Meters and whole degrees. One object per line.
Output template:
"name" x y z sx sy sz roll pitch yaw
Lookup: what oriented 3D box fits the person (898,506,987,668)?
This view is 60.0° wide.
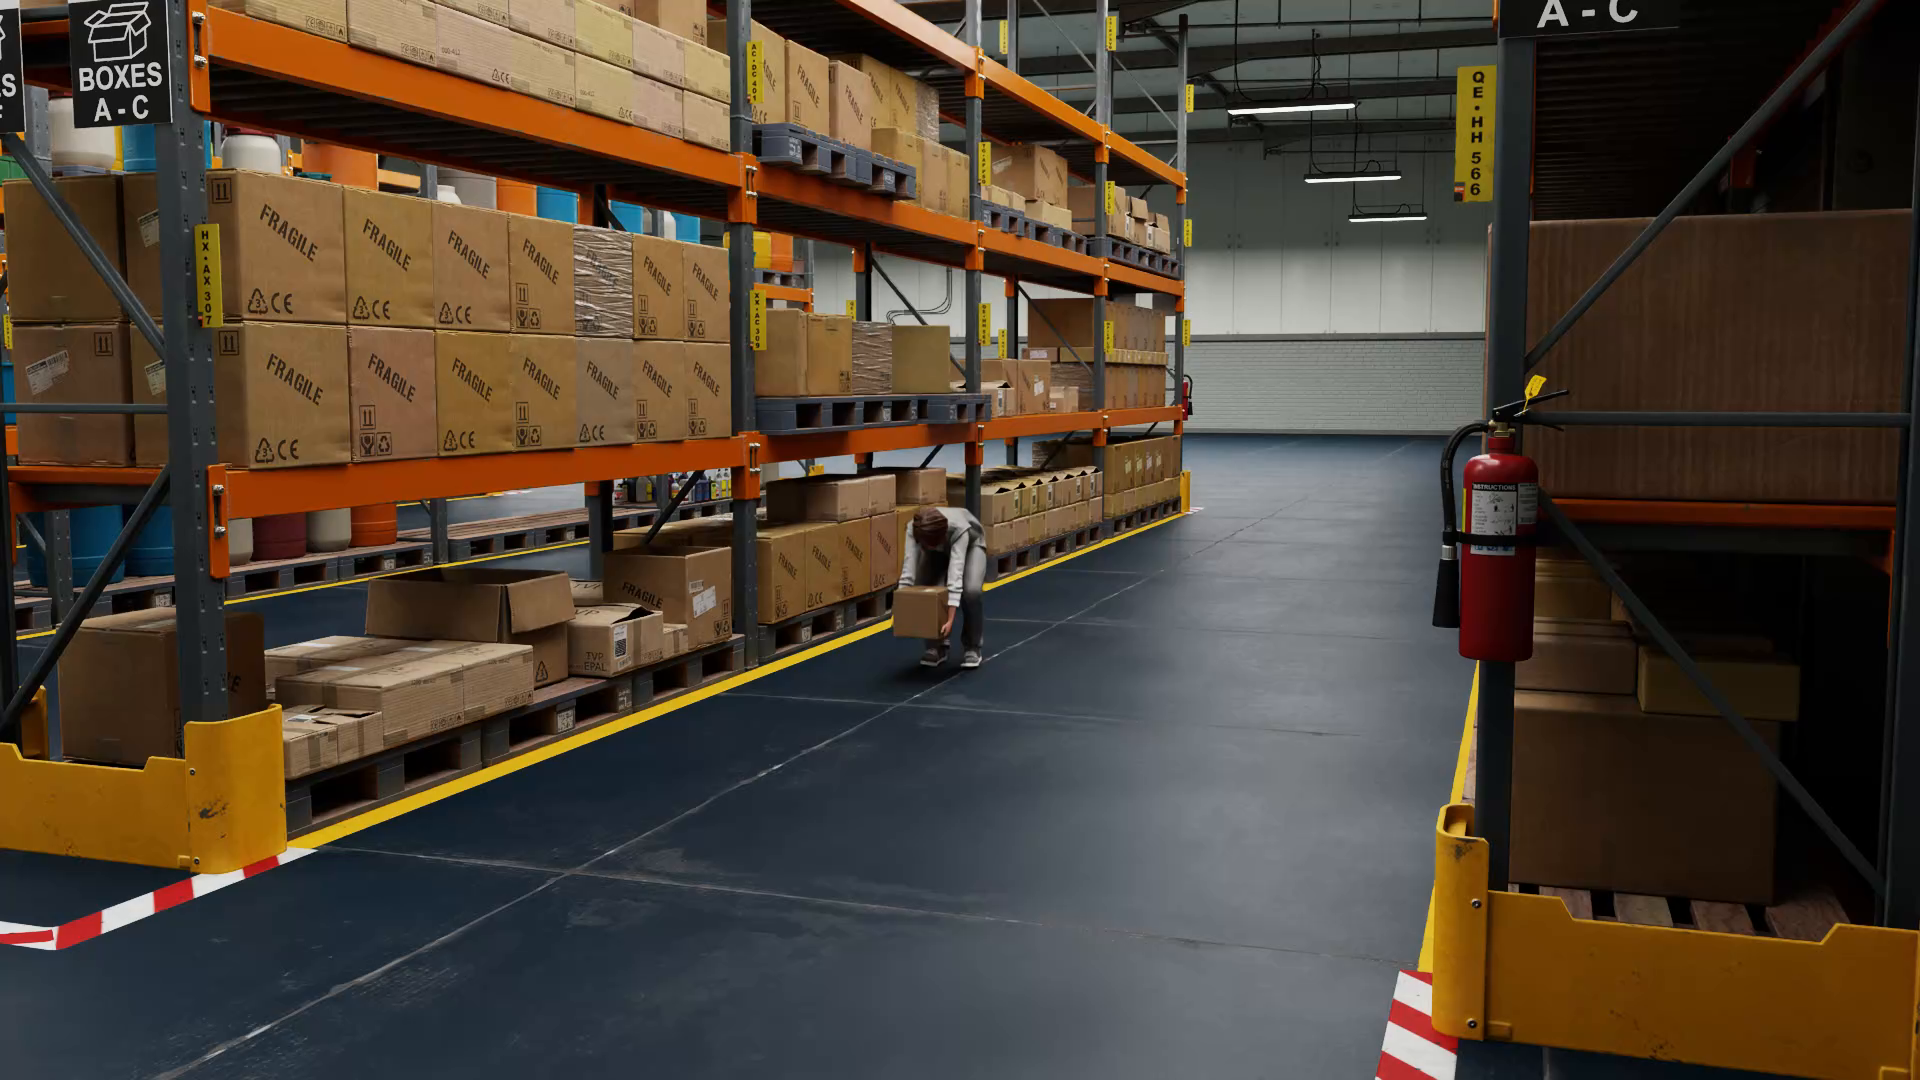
"person" -0.089 0.259 9.228 0.427 0.936 0.863 2 6 16
